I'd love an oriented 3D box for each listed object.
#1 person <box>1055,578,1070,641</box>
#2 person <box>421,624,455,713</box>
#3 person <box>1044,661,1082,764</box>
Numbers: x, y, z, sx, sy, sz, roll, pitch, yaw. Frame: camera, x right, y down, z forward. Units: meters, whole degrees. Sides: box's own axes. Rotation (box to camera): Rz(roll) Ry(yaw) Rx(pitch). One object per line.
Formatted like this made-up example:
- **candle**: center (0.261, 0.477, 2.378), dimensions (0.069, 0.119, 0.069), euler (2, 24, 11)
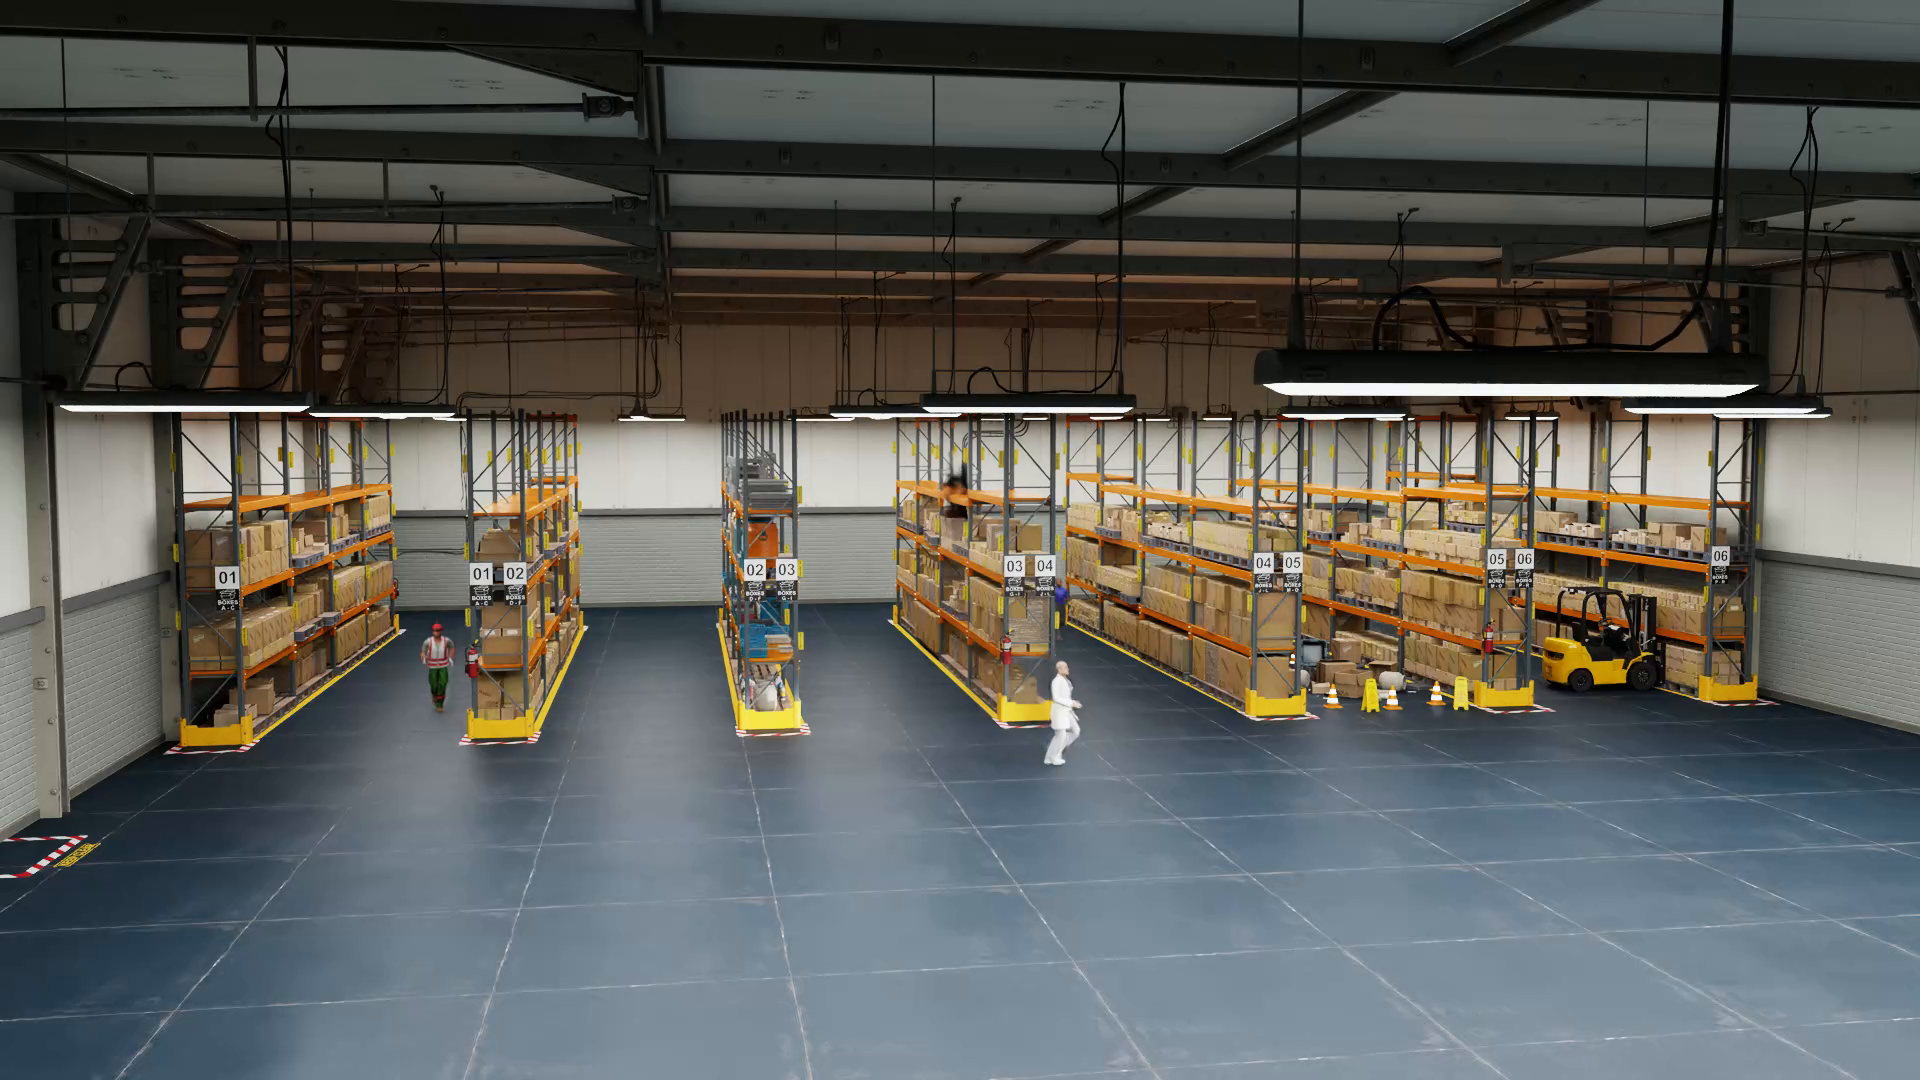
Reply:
- **person**: center (2.623, 1.828, 44.109), dimensions (0.586, 1.616, 0.833), euler (-1, 4, -10)
- **person**: center (-10.408, 2.529, 33.184), dimensions (0.643, 1.758, 0.873), euler (-1, 4, -18)
- **person**: center (1.752, 2.902, 27.862), dimensions (0.680, 1.756, 0.743), euler (2, 4, 22)
